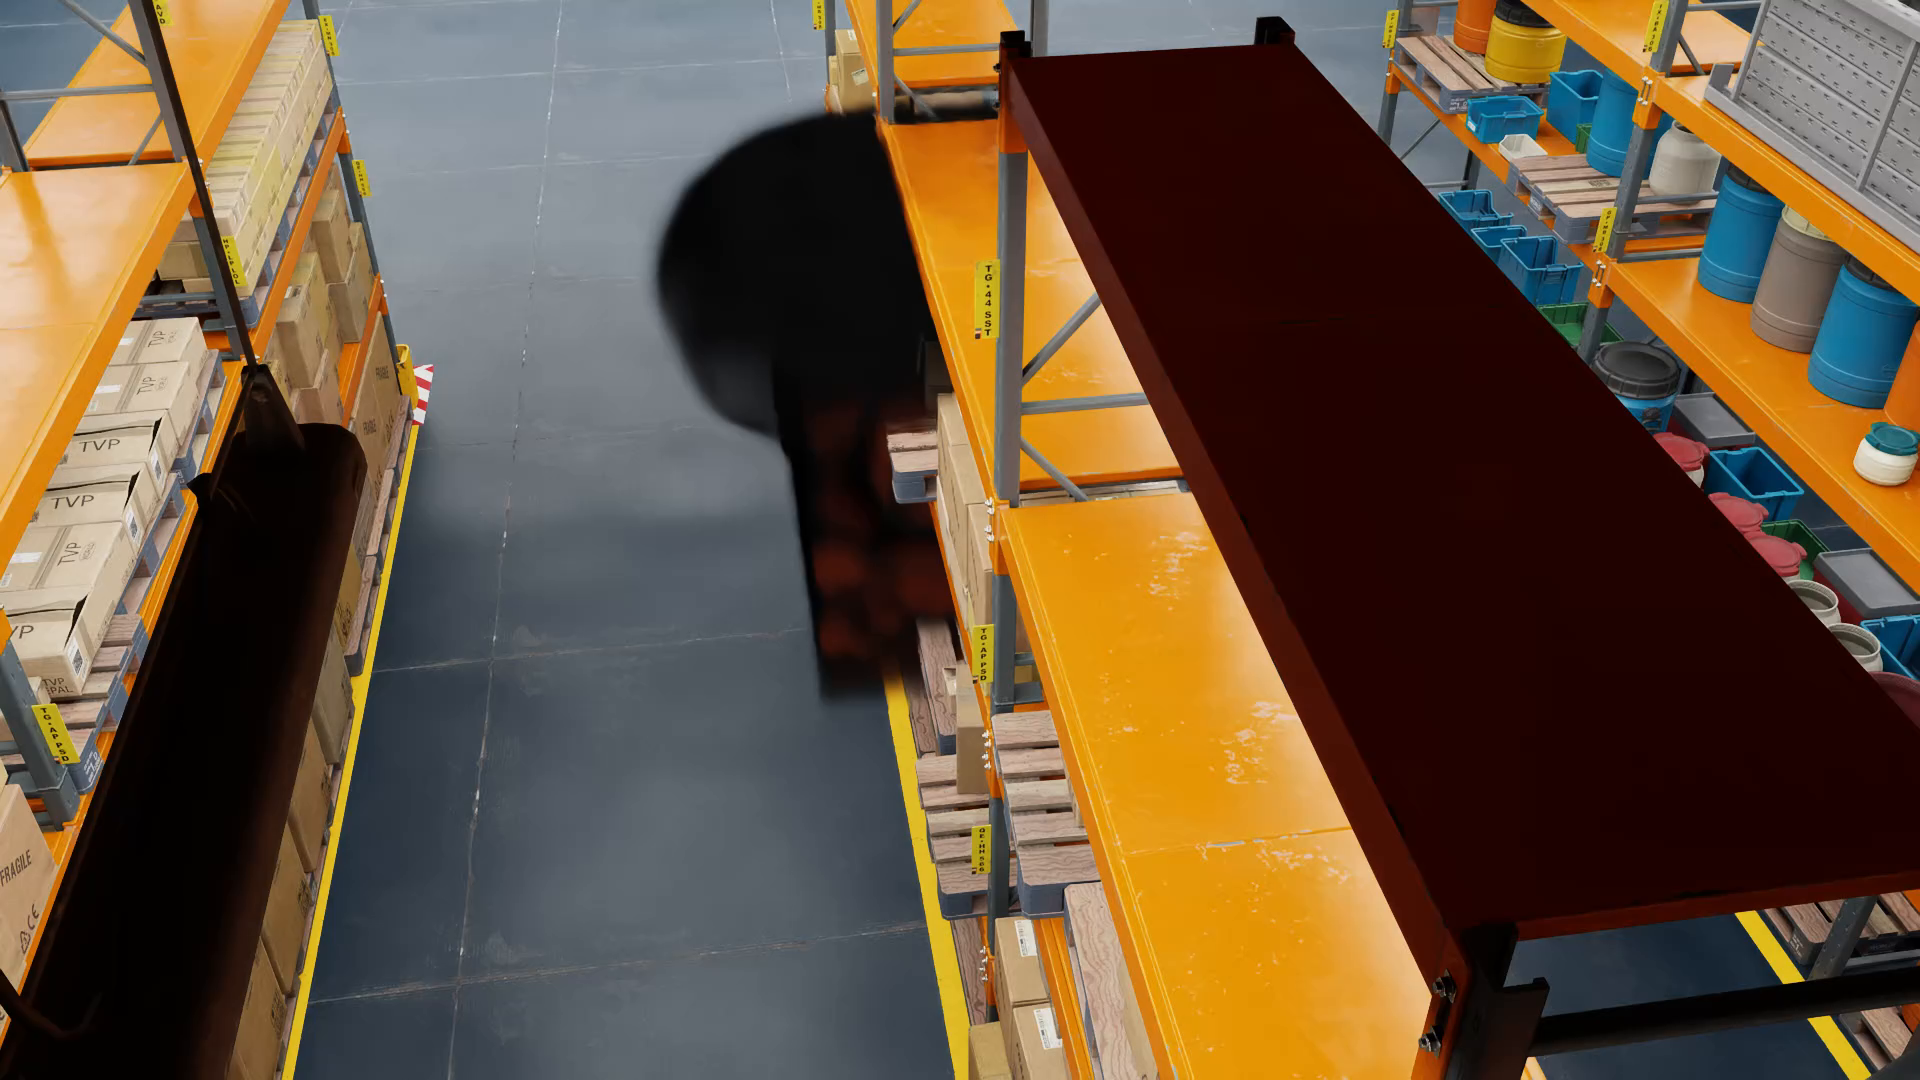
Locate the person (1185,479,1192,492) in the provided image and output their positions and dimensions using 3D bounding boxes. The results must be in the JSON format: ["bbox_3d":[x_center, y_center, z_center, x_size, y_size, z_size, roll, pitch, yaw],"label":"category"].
[{"bbox_3d":[1.738,-0.918,12.807,0.620,1.841,0.777,-13,38,-17],"label":"person"}]
